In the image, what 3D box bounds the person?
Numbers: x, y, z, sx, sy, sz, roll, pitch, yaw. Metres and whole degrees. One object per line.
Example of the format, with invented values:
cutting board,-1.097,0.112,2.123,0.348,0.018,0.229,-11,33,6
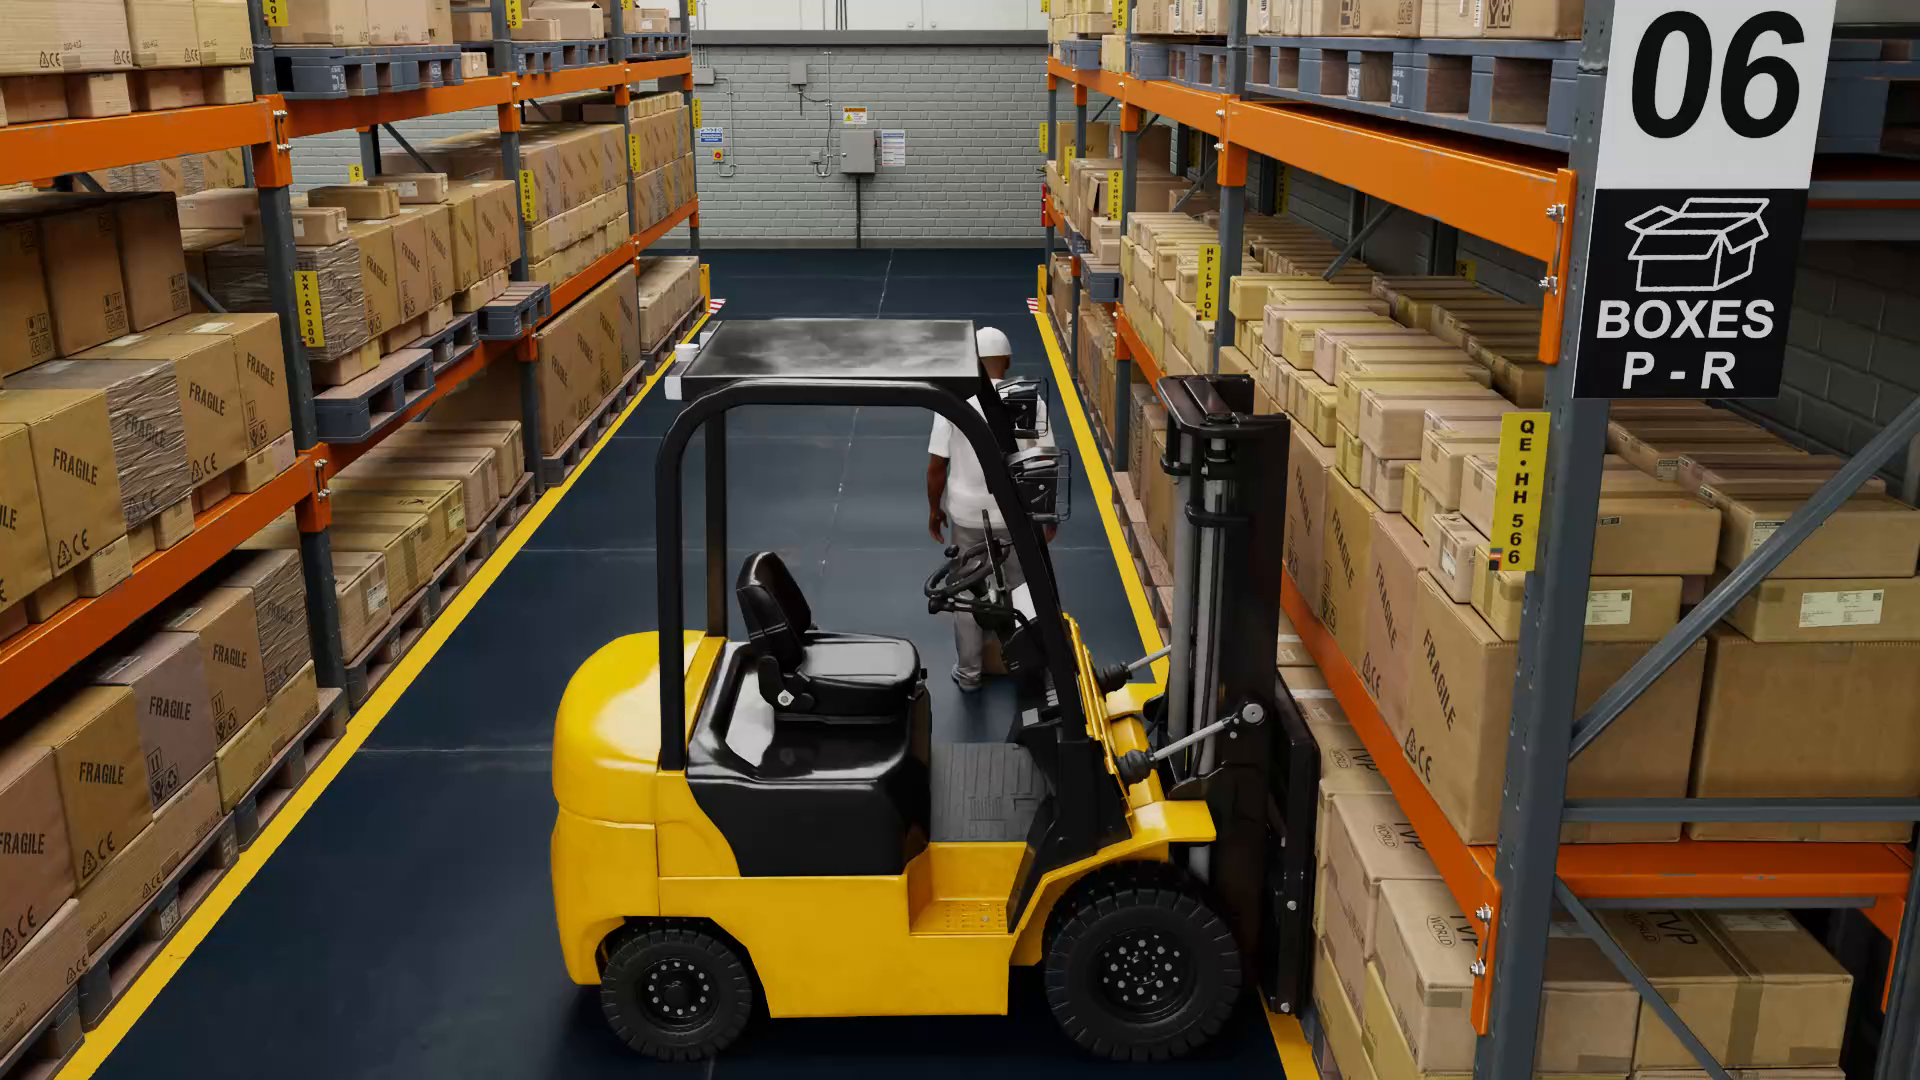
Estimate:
person,0.158,-0.139,7.966,0.628,1.761,0.452,0,17,1
